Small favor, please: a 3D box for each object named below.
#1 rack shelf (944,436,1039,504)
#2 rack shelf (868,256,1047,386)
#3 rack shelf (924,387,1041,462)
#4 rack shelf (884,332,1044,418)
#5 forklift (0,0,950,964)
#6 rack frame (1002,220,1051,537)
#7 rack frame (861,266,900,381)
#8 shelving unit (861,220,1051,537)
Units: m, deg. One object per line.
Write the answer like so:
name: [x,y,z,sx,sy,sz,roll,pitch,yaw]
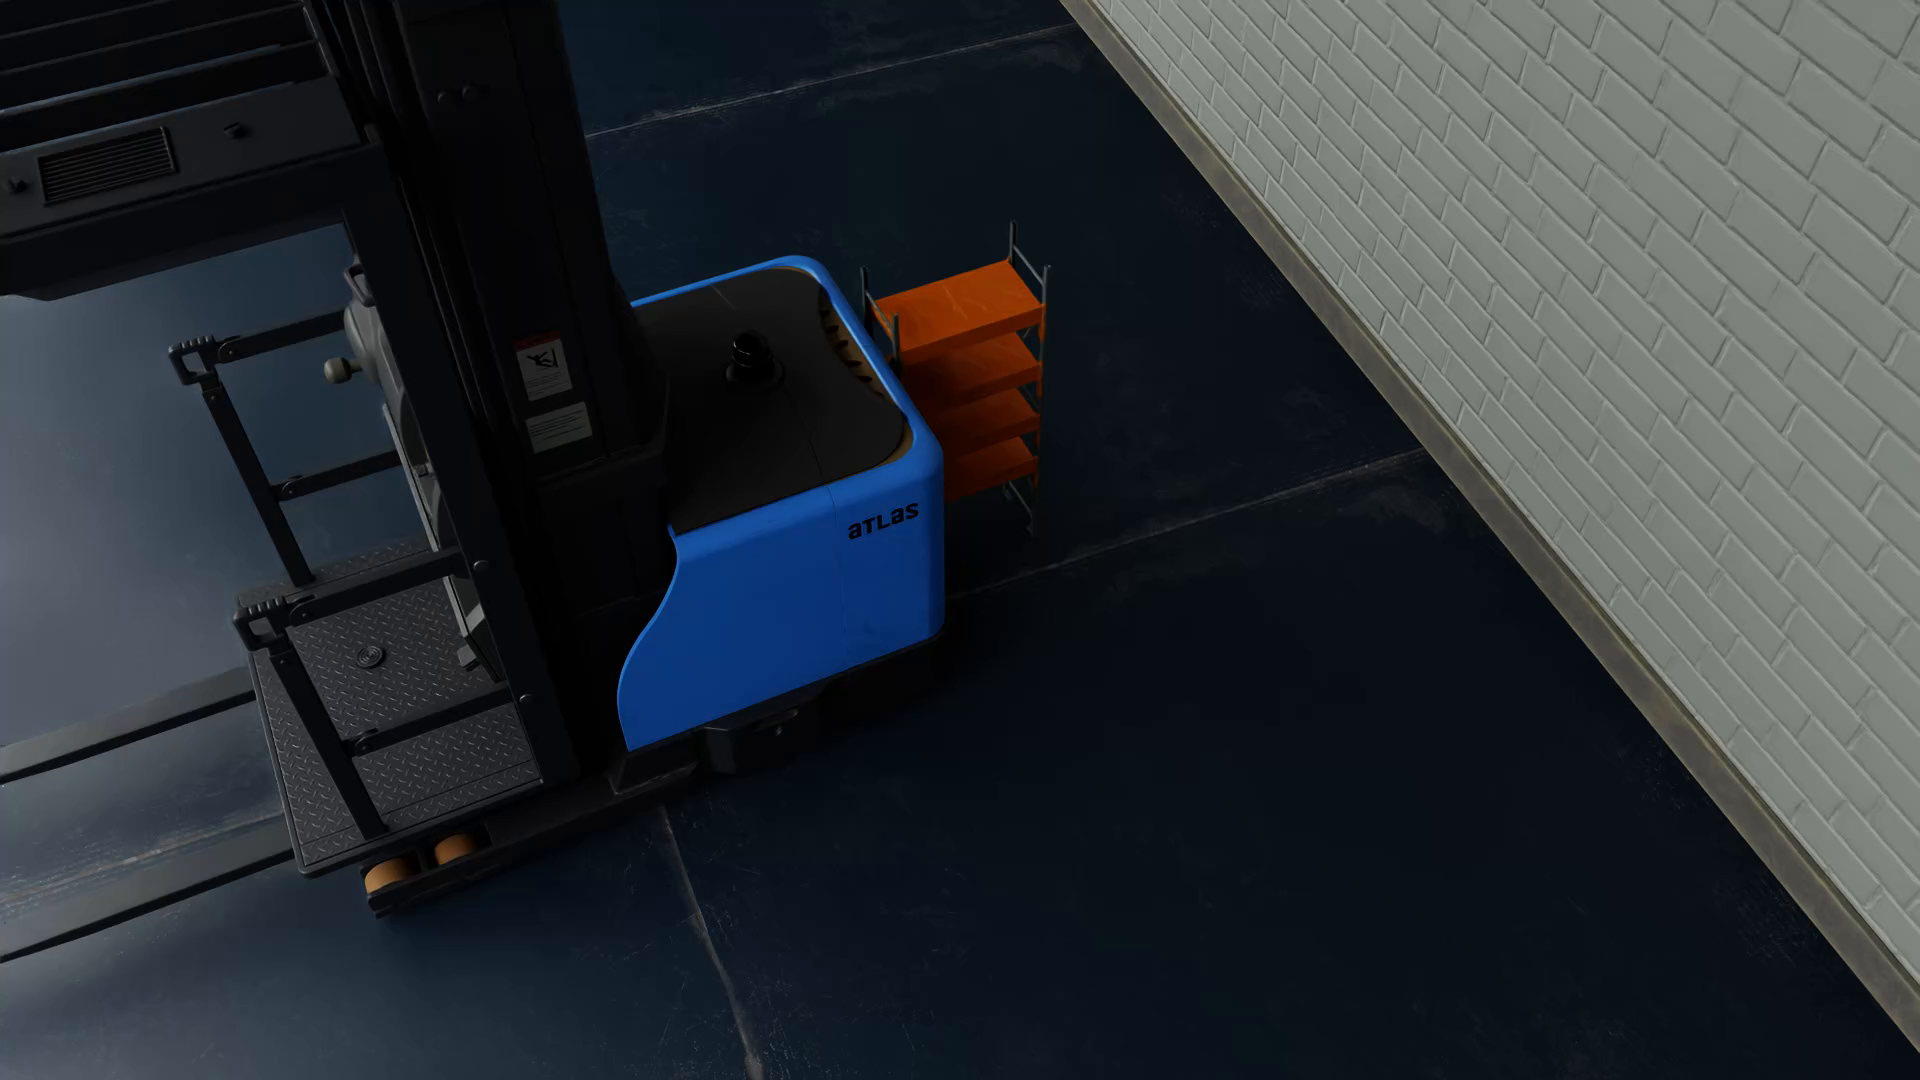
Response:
rack shelf: [-0.012,-0.232,5.509,0.480,0.148,0.258,-20,52,-16]
rack shelf: [-0.012,-0.661,5.009,0.480,0.148,0.258,-20,52,-16]
rack shelf: [-0.012,-0.361,5.358,0.480,0.148,0.258,-20,52,-16]
rack shelf: [-0.012,-0.507,5.188,0.480,0.148,0.258,-20,52,-16]
forklift: [-1.588,-0.340,4.110,3.031,2.935,1.130,-20,52,-16]
rack frame: [0.209,-0.485,5.375,0.015,1.200,0.240,-20,52,-16]
rack frame: [-0.232,-0.326,5.239,0.015,1.200,0.240,-20,52,-16]
shelving unit: [-0.012,-0.405,5.307,0.503,1.200,0.258,-20,52,-16]
